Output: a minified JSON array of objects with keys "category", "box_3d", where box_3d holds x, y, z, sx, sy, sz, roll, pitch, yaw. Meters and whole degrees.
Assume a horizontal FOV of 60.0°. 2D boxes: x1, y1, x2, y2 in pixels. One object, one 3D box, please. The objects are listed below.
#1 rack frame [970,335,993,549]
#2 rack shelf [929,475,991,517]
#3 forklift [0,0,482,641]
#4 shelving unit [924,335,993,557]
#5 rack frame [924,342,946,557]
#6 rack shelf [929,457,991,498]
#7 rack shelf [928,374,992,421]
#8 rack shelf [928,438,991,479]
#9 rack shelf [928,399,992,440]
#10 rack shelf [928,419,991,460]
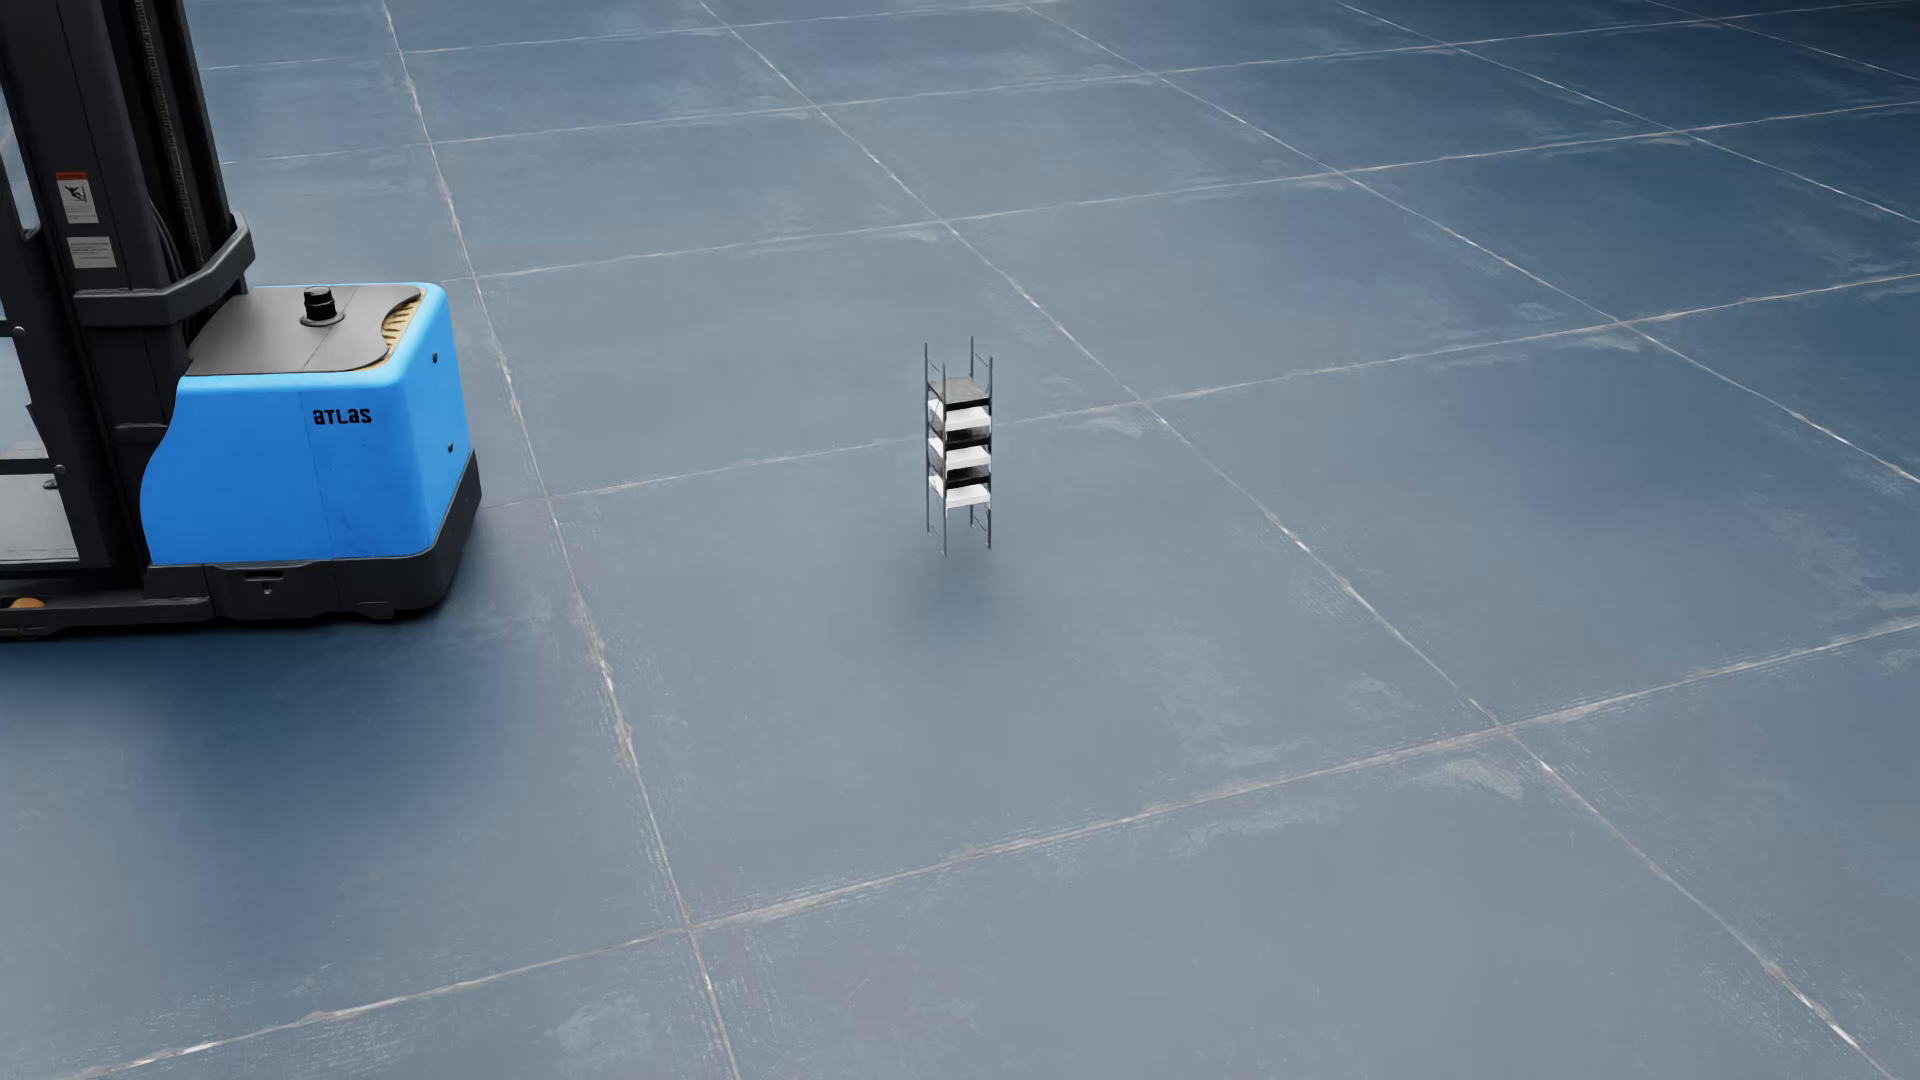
[{"category":"rack frame","box_3d":[0.088,-0.407,7.056,0.006,0.900,0.240,-10,31,-18]},{"category":"rack shelf","box_3d":[-0.008,-0.204,7.130,0.200,0.077,0.258,-10,31,-18]},{"category":"forklift","box_3d":[-3.621,-1.142,6.294,3.031,2.935,1.130,-2,30,-4]},{"category":"shelving unit","box_3d":[-0.008,-0.390,7.025,0.210,0.900,0.258,-10,31,-18]},{"category":"rack frame","box_3d":[-0.103,-0.372,6.994,0.006,0.900,0.240,-10,31,-18]},{"category":"rack shelf","box_3d":[-0.008,-0.282,7.086,0.200,0.077,0.258,-10,31,-18]},{"category":"rack shelf","box_3d":[-0.008,-0.595,6.908,0.200,0.077,0.258,-10,31,-18]},{"category":"rack shelf","box_3d":[-0.008,-0.361,7.041,0.200,0.077,0.258,-10,31,-18]},{"category":"rack shelf","box_3d":[-0.008,-0.517,6.952,0.200,0.077,0.258,-10,31,-18]},{"category":"rack shelf","box_3d":[-0.008,-0.439,6.997,0.200,0.077,0.258,-10,31,-18]}]
